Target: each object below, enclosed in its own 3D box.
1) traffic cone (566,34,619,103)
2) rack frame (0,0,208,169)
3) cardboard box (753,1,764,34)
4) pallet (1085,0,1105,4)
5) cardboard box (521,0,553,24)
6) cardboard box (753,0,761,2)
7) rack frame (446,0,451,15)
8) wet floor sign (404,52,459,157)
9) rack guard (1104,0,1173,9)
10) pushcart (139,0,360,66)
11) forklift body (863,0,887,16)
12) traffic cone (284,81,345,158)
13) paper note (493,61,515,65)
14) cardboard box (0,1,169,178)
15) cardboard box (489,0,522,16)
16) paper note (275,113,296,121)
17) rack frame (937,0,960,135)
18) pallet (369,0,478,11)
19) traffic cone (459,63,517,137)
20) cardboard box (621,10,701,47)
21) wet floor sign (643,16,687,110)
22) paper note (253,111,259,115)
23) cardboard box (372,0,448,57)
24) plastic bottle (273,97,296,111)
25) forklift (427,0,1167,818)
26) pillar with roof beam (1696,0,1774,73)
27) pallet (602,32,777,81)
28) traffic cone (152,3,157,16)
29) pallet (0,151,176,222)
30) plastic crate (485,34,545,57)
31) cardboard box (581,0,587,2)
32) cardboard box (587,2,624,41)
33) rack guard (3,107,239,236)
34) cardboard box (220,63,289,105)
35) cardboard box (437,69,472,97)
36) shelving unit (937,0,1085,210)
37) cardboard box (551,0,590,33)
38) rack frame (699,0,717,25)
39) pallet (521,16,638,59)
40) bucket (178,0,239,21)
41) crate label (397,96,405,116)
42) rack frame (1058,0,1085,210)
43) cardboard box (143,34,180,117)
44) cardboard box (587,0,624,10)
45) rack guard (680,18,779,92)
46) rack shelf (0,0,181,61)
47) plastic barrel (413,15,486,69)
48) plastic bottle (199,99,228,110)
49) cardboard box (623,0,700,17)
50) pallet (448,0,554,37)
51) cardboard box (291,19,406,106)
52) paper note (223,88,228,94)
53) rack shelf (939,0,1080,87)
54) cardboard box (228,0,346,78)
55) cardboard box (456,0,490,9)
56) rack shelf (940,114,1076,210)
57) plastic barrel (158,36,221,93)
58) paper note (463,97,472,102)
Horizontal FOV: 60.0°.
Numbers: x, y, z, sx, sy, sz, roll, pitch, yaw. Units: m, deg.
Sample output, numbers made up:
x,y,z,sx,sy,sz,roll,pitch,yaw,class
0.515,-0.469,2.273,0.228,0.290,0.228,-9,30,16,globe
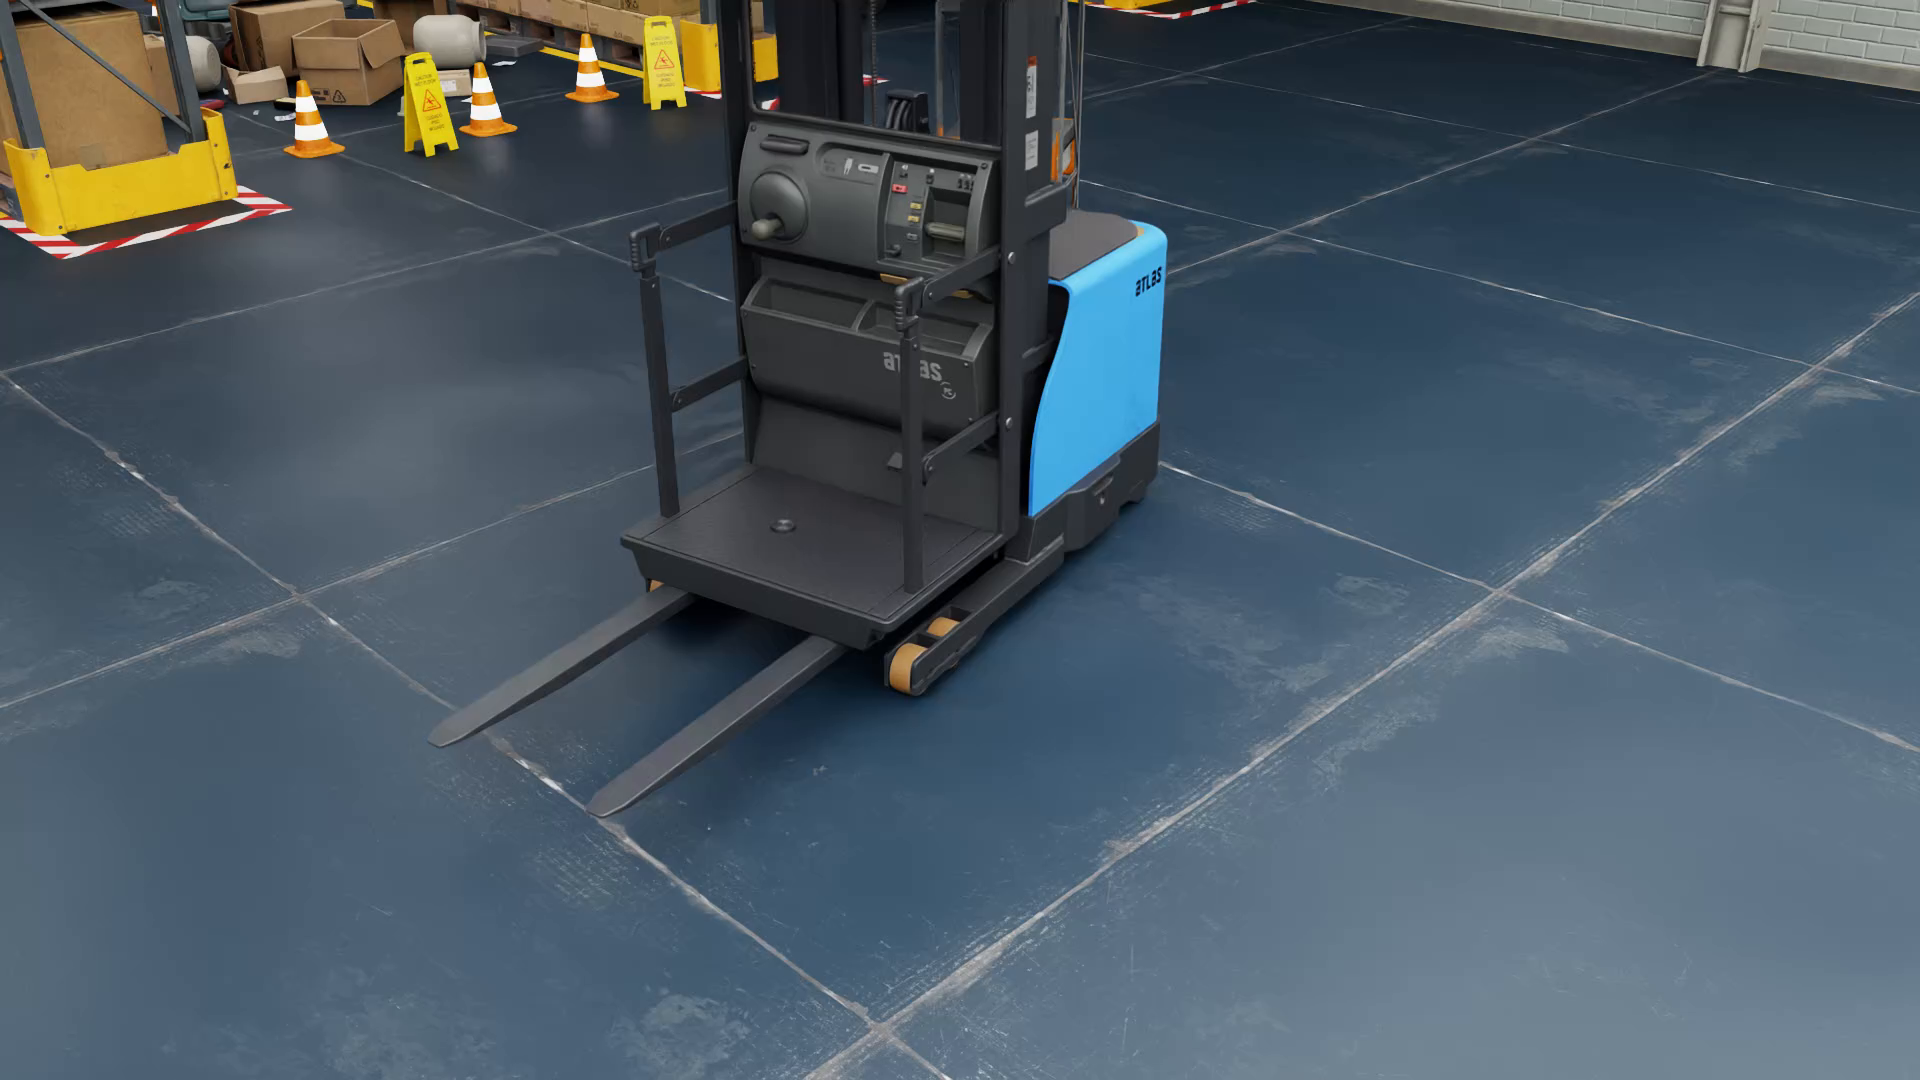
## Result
x,y,z,sx,sy,sz,roll,pitch,yaw,class
-2.803,-3.588,12.576,0.334,0.463,0.336,25,36,38,traffic cone
-4.991,-3.323,9.346,0.127,3.000,1.000,25,36,38,rack frame
-1.974,-4.322,13.750,0.500,0.250,0.500,24,36,38,cardboard box
1.310,-5.648,16.765,1.213,0.211,1.003,25,36,38,pallet
-3.444,-4.648,14.369,0.500,0.250,0.500,24,36,38,cardboard box
-1.991,-4.662,13.590,0.500,0.500,0.500,23,36,37,cardboard box
-4.444,-6.303,15.015,0.127,3.000,1.000,25,36,38,rack frame
-3.582,-2.928,11.126,0.232,0.644,0.267,18,33,30,wet floor sign
1.902,-5.533,16.235,0.348,0.500,1.175,25,36,38,rack guard
-6.007,-4.370,14.155,0.936,0.377,1.648,12,30,22,pushcart
-0.746,-6.284,15.891,1.214,2.155,2.313,25,36,38,forklift body
-4.374,-2.844,11.162,0.334,0.463,0.336,25,36,38,traffic cone
-3.750,-3.931,13.693,0.148,0.019,0.142,12,30,22,paper note
-5.520,-2.767,10.122,0.875,0.875,0.875,25,37,39,cardboard box
-3.824,-4.820,14.696,0.500,0.250,0.500,-23,35,-36,cardboard box
-4.889,-3.069,12.056,0.144,0.017,0.142,-13,30,-22,paper note
-0.032,-1.509,6.862,0.015,2.100,0.400,7,28,13,rack frame
-5.001,-5.323,16.146,1.213,0.211,1.003,25,36,38,pallet
-3.339,-3.108,11.664,0.334,0.463,0.336,25,36,38,traffic cone
-2.374,-4.149,13.422,0.500,0.250,0.500,24,36,38,cardboard box
-2.207,-3.539,12.287,0.267,0.644,0.232,-13,30,-22,wet floor sign
-5.168,-3.138,12.207,0.032,0.001,0.123,-7,29,-14,paper note
-4.634,-4.397,14.072,0.500,0.500,0.500,-3,28,-5,cardboard box
-4.993,-3.238,12.343,0.283,0.061,0.133,12,30,22,plastic bottle
-0.424,-1.049,5.095,1.130,2.935,3.031,16,32,28,forklift
3.281,-6.442,8.832,0.400,9.000,9.100,25,36,38,pillar with roof beam
-2.201,-4.066,13.755,1.213,0.211,1.003,25,36,38,pallet
-7.218,-4.883,15.040,0.334,0.463,0.336,25,36,38,traffic cone
-5.616,-2.323,10.442,1.213,0.211,1.003,25,36,38,pallet
-3.900,-4.227,14.203,0.583,0.080,0.402,12,30,22,plastic crate
-3.076,-4.810,13.872,0.500,0.500,0.500,24,36,37,cardboard box
-2.721,-4.313,13.733,0.500,0.250,0.500,25,37,39,cardboard box
-4.973,-2.208,9.913,0.348,0.500,1.175,25,36,38,rack guard
-5.326,-3.468,12.560,0.396,0.266,0.258,-18,33,-31,cardboard box
-3.943,-3.494,12.734,0.380,0.149,0.250,-7,29,-14,cardboard box
0.204,-1.480,6.808,0.503,2.100,0.431,7,28,13,shelving unit
-3.098,-4.482,14.054,0.500,0.250,0.500,23,35,37,cardboard box
-1.592,-4.998,12.533,0.127,3.000,1.000,25,36,38,rack frame
-3.067,-4.464,14.512,1.213,0.211,1.003,25,36,38,pallet
-6.129,-4.572,13.607,0.726,0.611,0.620,-13,20,-22,bucket
-3.943,-3.200,12.189,0.298,0.136,0.250,7,29,13,crate label
0.440,-1.451,6.753,0.015,2.100,0.400,7,28,13,rack frame
-6.016,-3.357,12.094,0.500,0.500,0.500,-18,33,-31,cardboard box
-2.721,-4.643,13.555,0.500,0.500,0.500,-24,36,-37,cardboard box
-1.646,-3.917,13.162,0.348,0.500,1.175,25,36,38,rack guard
-6.417,-3.657,10.754,4.000,0.370,1.077,25,36,38,rack shelf
-4.126,-4.030,13.459,0.512,0.421,0.421,-3,28,-5,plastic barrel
-5.561,-3.212,12.293,0.133,0.061,0.283,12,30,22,plastic bottle
-2.346,-4.474,13.233,0.500,0.500,0.500,25,37,39,cardboard box
-3.941,-4.862,15.269,1.213,0.211,1.003,25,36,38,pallet
-4.620,-3.626,12.606,0.637,0.503,0.797,2,28,4,cardboard box
-5.592,-3.474,12.833,0.172,0.023,0.155,-13,30,-22,paper note
0.204,-2.088,6.489,0.480,0.518,0.431,7,28,13,rack shelf
-5.292,-3.989,13.149,0.503,0.637,0.797,25,36,38,cardboard box
-4.213,-4.990,15.021,0.500,0.250,0.500,23,35,36,cardboard box
0.204,-1.468,6.814,0.480,0.518,0.431,7,28,13,rack shelf
-5.958,-3.626,12.692,0.512,0.421,0.421,-3,28,-5,plastic barrel
-3.662,-3.332,12.554,0.142,0.019,0.148,12,30,22,paper note
